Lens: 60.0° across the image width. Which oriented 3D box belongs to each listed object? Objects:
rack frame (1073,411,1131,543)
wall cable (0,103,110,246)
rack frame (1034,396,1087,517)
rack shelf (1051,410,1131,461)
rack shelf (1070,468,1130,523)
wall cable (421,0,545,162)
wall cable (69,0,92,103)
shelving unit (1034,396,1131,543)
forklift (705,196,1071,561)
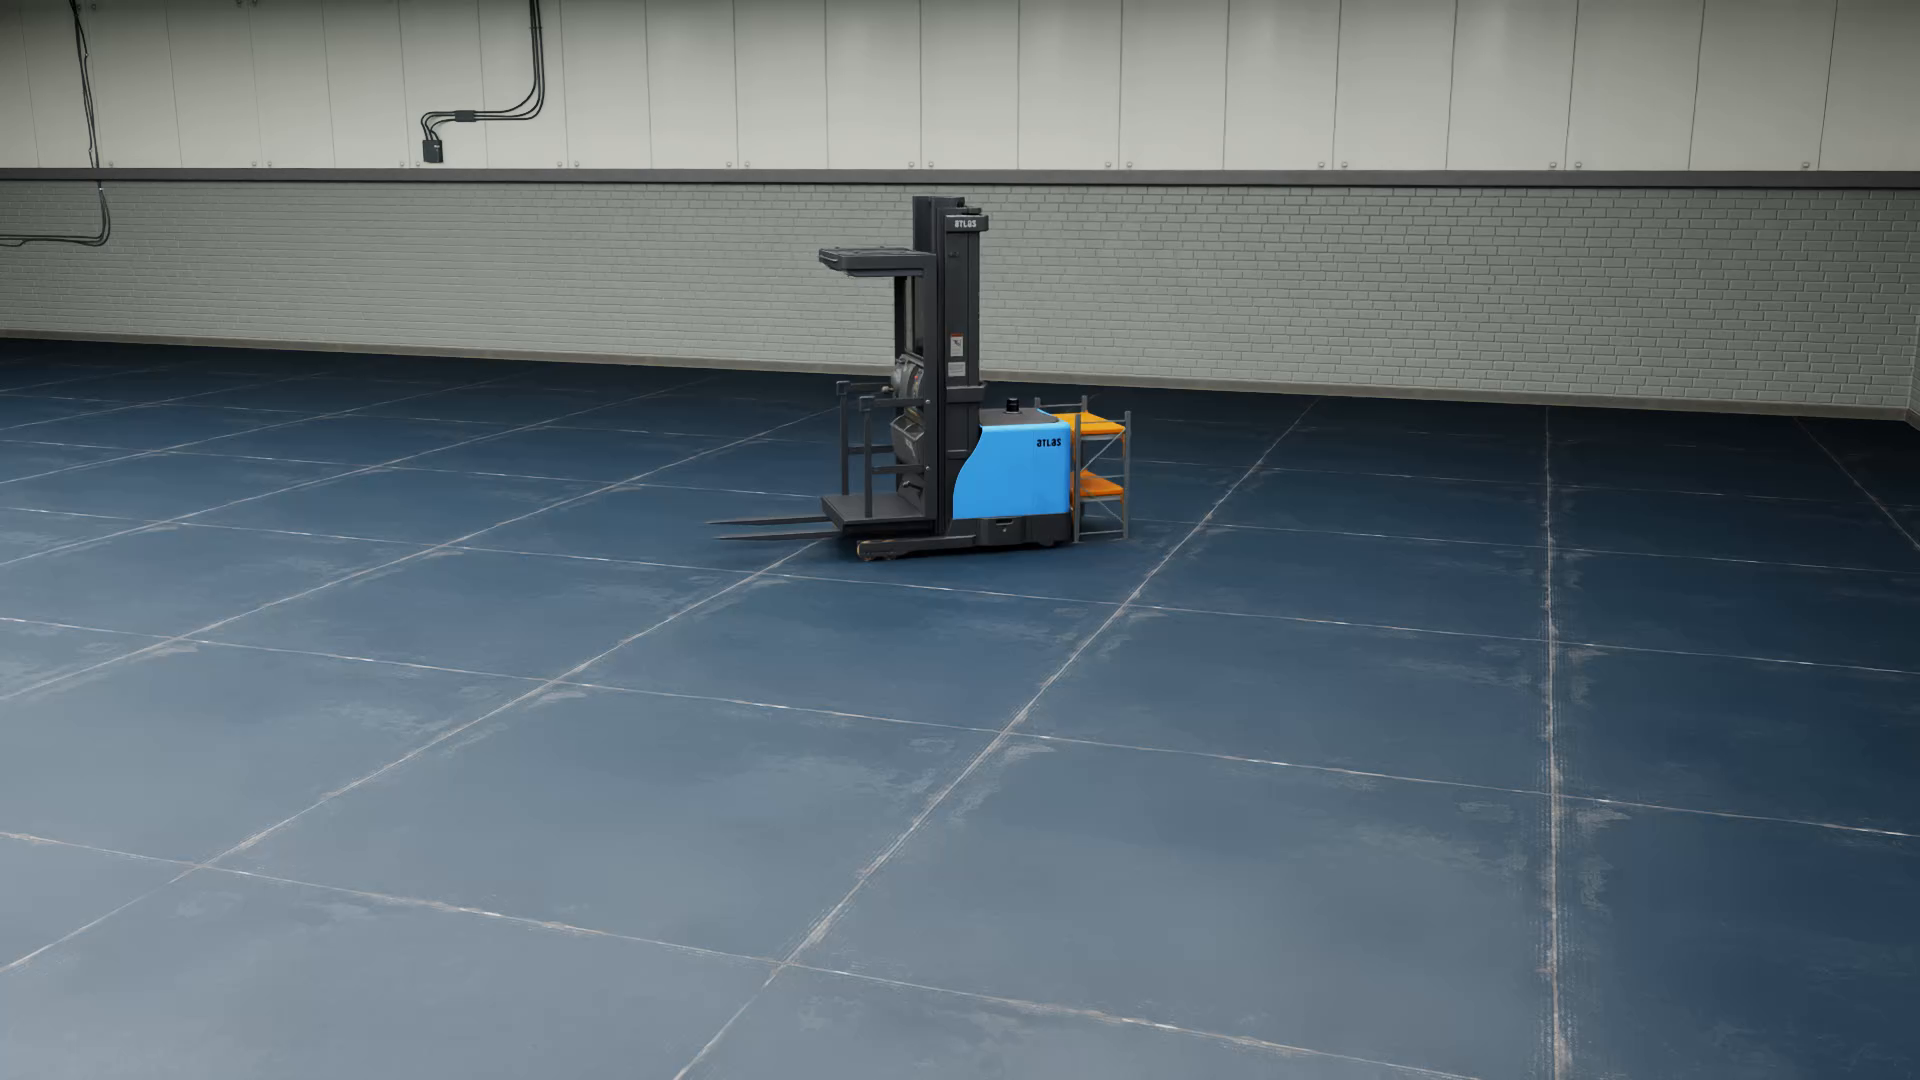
[{"bbox_3d":[1.221,-0.539,14.320,0.500,1.125,0.032,-4,13,-17],"label":"rack frame"},{"bbox_3d":[-16.670,-6.564,30.000,3.097,2.526,0.112,4,14,18],"label":"wall cable"},{"bbox_3d":[0.919,-0.755,15.266,0.500,1.125,0.032,-4,13,-17],"label":"rack frame"},{"bbox_3d":[1.070,-0.932,14.728,0.538,0.278,1.000,-4,13,-17],"label":"rack shelf"},{"bbox_3d":[1.070,-0.408,14.847,0.538,0.278,1.000,-4,13,-17],"label":"rack shelf"},{"bbox_3d":[-7.693,-9.049,26.267,2.305,6.003,0.169,4,14,18],"label":"wall cable"},{"bbox_3d":[-14.111,-8.831,28.585,3.097,2.526,0.112,4,14,18],"label":"wall cable"},{"bbox_3d":[1.070,-0.647,14.793,0.538,1.125,1.048,-4,13,-17],"label":"shelving unit"},{"bbox_3d":[-0.626,-1.385,13.970,3.031,2.935,1.130,-3,13,-15],"label":"forklift"}]
